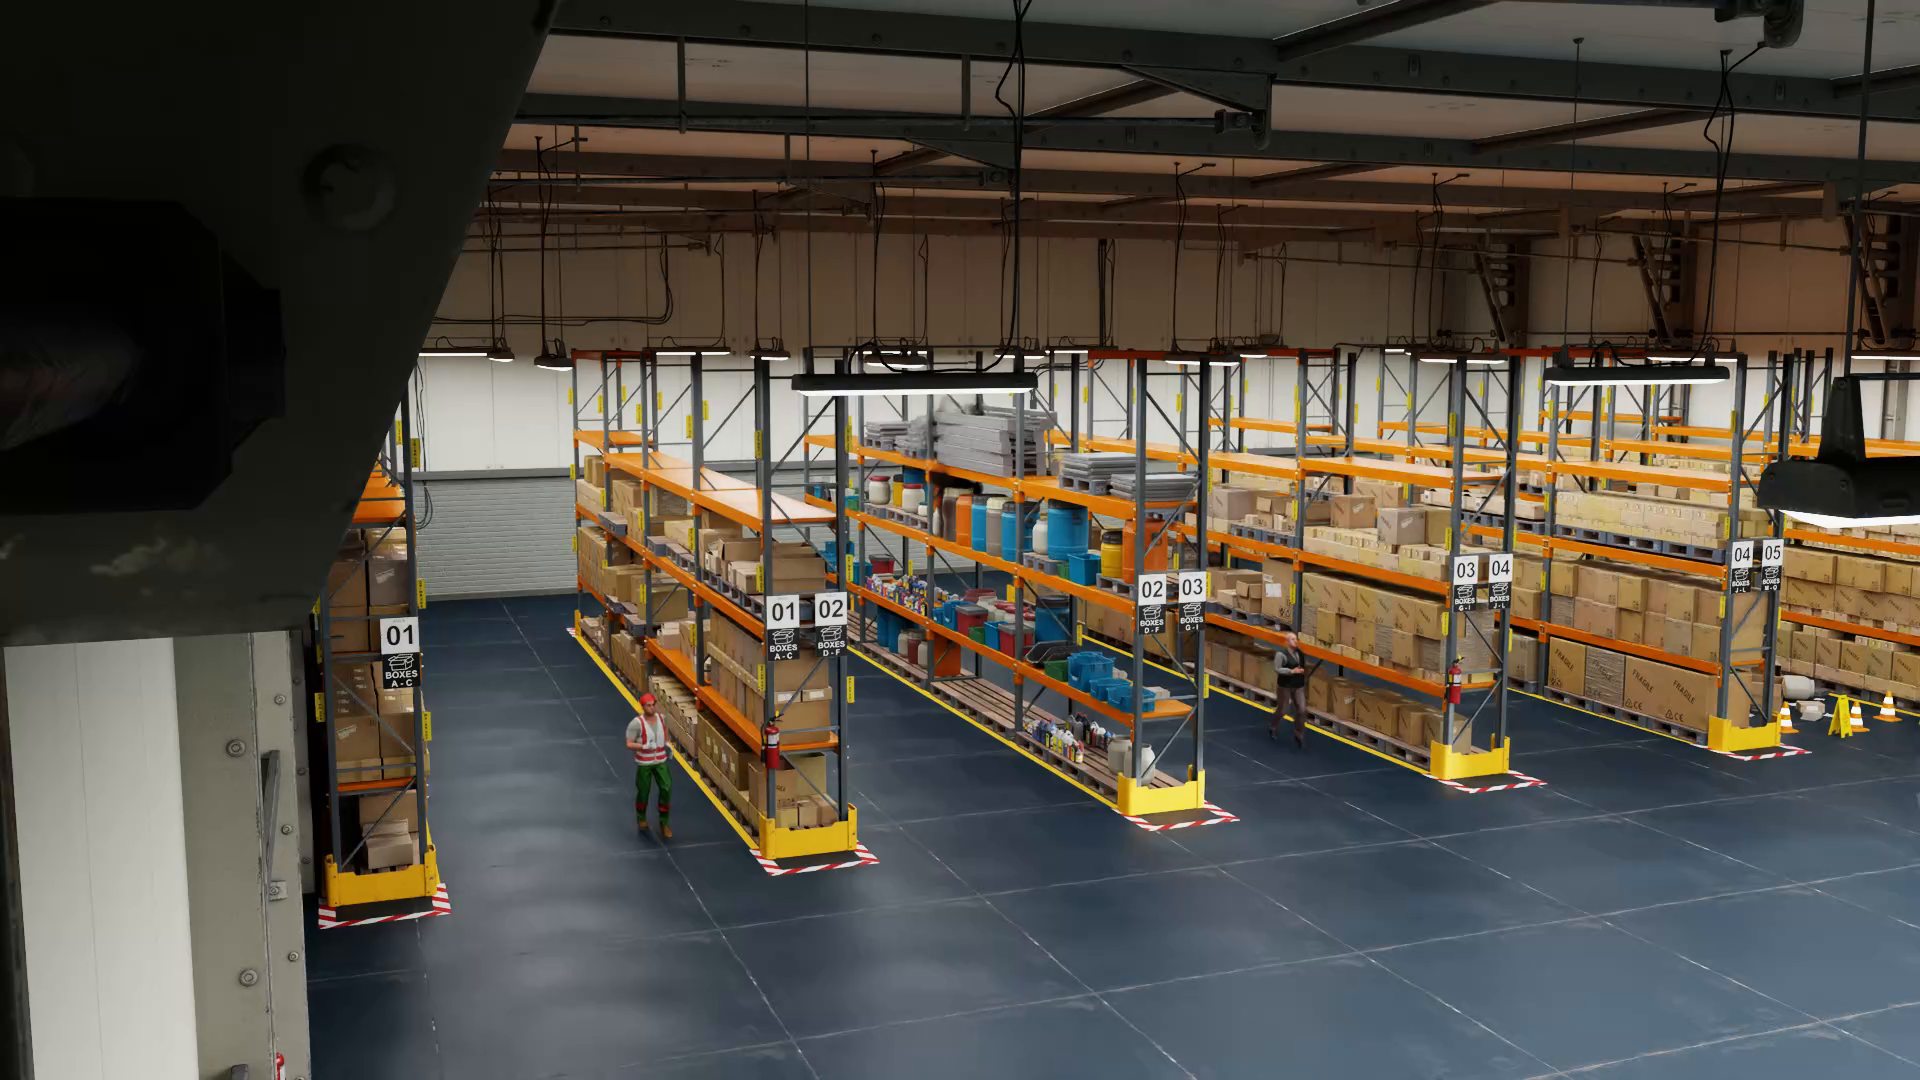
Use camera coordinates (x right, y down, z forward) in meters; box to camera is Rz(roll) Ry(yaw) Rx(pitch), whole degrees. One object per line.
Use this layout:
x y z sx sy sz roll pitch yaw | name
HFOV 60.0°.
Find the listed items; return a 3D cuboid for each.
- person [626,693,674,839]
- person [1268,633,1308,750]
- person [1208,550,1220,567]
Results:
-3.898 2.847 20.956 0.665 1.858 0.726 -4 8 -31 | person
5.056 2.306 25.553 0.645 1.795 0.807 -3 8 -23 | person
6.412 0.299 41.527 0.780 1.753 0.733 -3 8 -22 | person
